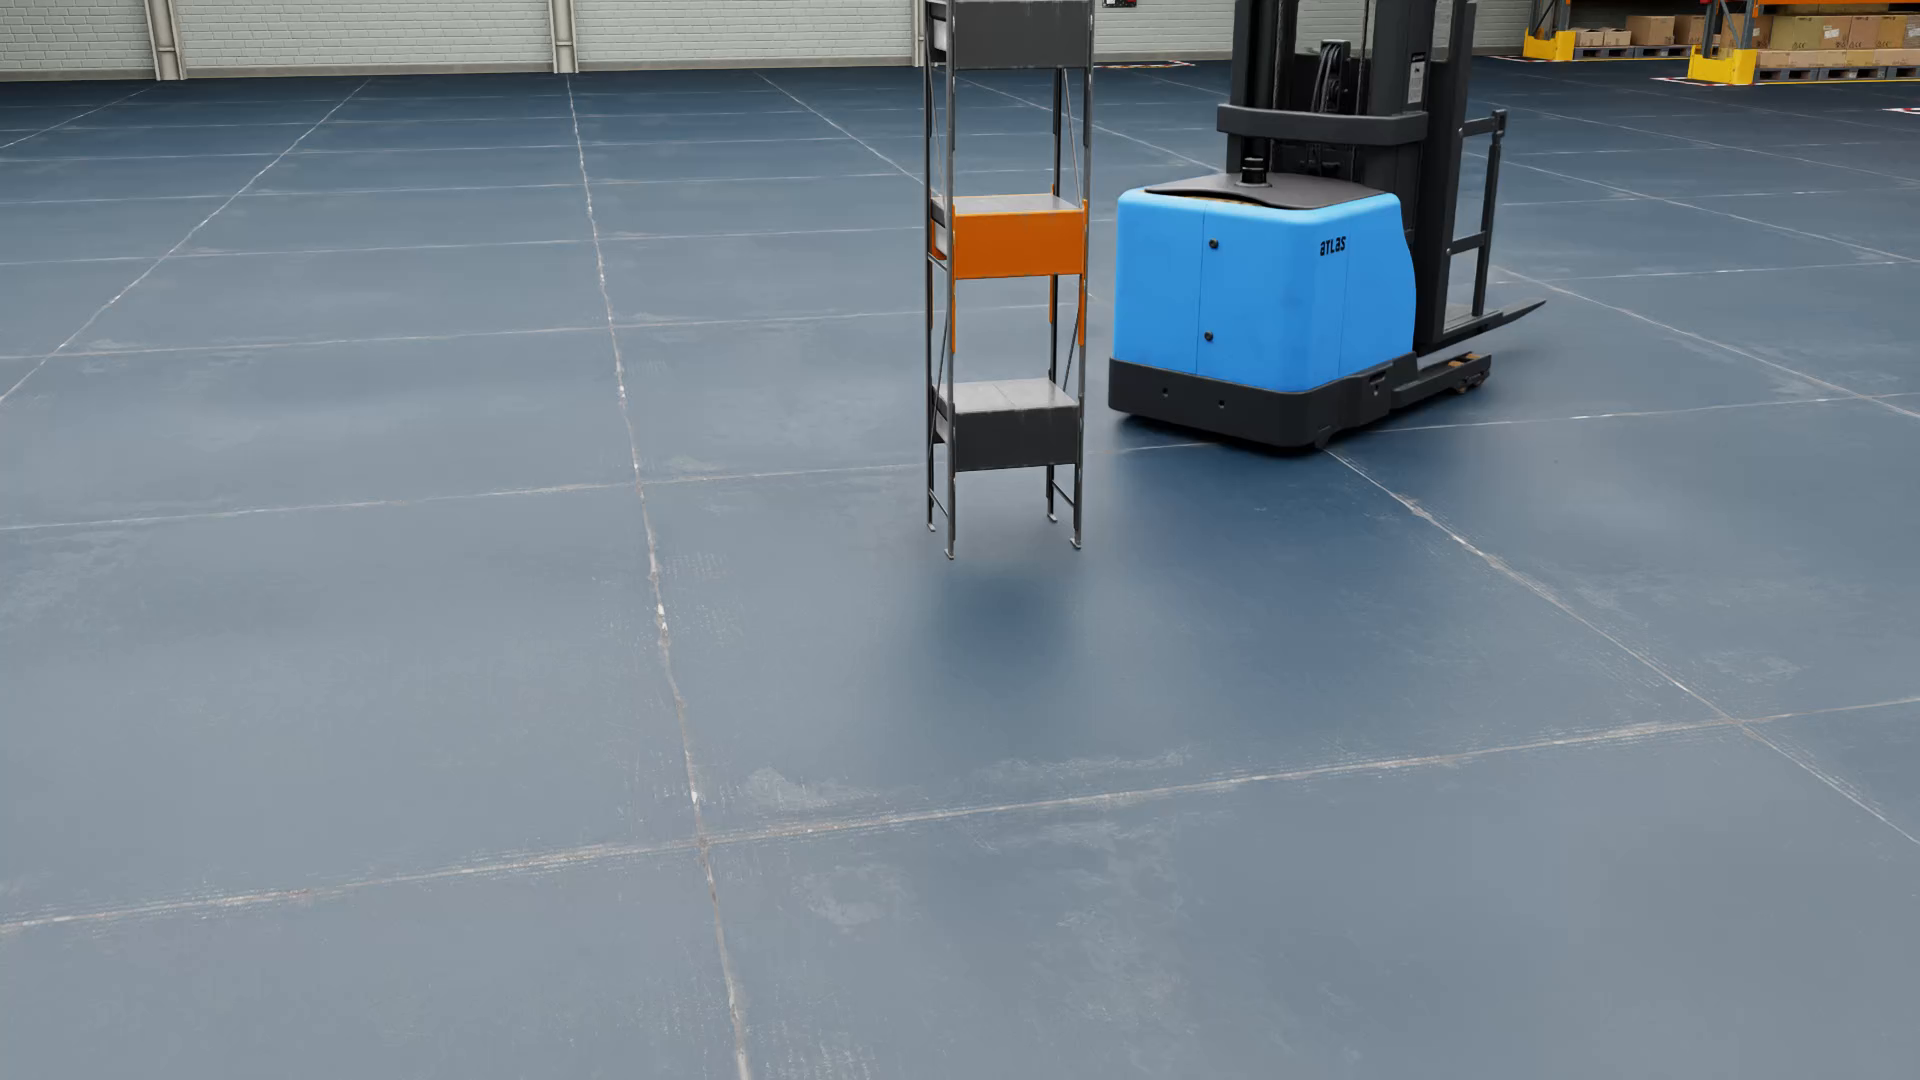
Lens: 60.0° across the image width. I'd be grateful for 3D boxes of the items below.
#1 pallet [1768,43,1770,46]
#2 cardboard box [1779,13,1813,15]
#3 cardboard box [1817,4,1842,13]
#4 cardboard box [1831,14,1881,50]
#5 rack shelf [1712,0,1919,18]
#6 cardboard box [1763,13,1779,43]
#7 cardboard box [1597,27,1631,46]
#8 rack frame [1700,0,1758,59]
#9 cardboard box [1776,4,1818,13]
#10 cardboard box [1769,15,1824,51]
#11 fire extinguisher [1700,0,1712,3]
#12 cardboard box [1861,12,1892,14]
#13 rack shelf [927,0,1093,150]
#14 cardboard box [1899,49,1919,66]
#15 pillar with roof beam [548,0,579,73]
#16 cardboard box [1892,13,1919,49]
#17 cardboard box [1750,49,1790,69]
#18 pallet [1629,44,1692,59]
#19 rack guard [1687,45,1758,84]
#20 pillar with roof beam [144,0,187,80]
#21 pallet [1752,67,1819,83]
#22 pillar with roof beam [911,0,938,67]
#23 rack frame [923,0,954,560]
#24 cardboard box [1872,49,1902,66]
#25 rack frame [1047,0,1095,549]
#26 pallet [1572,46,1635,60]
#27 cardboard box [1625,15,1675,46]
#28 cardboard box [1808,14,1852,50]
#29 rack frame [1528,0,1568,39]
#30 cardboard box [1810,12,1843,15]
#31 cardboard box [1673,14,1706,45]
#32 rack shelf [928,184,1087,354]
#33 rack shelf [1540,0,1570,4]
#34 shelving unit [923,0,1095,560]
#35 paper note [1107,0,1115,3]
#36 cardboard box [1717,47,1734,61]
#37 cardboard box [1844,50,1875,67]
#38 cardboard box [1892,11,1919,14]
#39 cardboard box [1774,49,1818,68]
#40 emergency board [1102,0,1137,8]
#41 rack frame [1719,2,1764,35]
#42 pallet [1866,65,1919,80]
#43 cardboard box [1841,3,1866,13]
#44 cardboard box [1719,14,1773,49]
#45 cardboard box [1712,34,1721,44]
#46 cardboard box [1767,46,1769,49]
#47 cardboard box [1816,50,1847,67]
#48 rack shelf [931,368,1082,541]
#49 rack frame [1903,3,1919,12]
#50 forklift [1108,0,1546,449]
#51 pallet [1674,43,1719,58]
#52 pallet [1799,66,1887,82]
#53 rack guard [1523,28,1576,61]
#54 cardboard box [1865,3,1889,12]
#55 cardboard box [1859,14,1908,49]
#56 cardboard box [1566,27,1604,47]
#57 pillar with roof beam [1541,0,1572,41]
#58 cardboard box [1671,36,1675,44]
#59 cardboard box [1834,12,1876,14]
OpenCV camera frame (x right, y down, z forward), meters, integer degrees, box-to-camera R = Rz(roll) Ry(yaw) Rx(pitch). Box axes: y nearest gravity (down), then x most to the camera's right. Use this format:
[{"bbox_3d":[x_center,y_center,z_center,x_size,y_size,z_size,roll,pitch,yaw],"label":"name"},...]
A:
[{"bbox_3d":[15.238,-9.219,31.174,1.213,0.211,1.003,-5,21,-12],"label":"pallet"},{"bbox_3d":[13.154,-7.976,26.024,0.500,0.500,0.500,-5,21,-12],"label":"cardboard box"},{"bbox_3d":[16.126,-9.993,31.138,0.500,0.250,0.500,-5,21,-14],"label":"cardboard box"},{"bbox_3d":[13.765,-7.836,25.641,0.500,0.500,0.500,-5,21,-12],"label":"cardboard box"},{"bbox_3d":[13.677,-8.312,25.691,4.000,0.370,1.077,-5,21,-12],"label":"rack shelf"},{"bbox_3d":[15.193,-9.563,31.053,0.500,0.500,0.700,-4,20,-11],"label":"cardboard box"},{"bbox_3d":[11.836,-9.163,30.238,0.500,0.311,0.500,-3,20,-8],"label":"cardboard box"},{"bbox_3d":[11.731,-8.492,25.135,0.127,3.000,1.000,-5,21,-12],"label":"rack frame"},{"bbox_3d":[15.621,-9.951,31.023,0.500,0.250,0.500,-5,21,-14],"label":"cardboard box"},{"bbox_3d":[12.790,-7.758,25.429,0.500,0.500,0.500,-5,21,-12],"label":"cardboard box"},{"bbox_3d":[11.509,-8.601,25.547,0.183,0.674,0.296,-5,21,-12],"label":"fire extinguisher"},{"bbox_3d":[14.616,-8.092,26.341,0.500,0.500,0.500,-5,21,-12],"label":"cardboard box"},{"bbox_3d":[0.161,-1.644,5.753,0.480,0.518,0.431,-5,21,-12],"label":"rack shelf"},{"bbox_3d":[14.734,-7.568,26.001,0.500,0.250,0.500,-5,21,-12],"label":"cardboard box"},{"bbox_3d":[-5.457,-10.446,21.747,0.400,9.000,9.100,-5,21,-12],"label":"pillar with roof beam"},{"bbox_3d":[14.734,-7.921,25.873,0.500,0.500,0.500,-5,21,-12],"label":"cardboard box"},{"bbox_3d":[12.304,-7.366,25.448,0.500,0.250,0.500,-5,21,-12],"label":"cardboard box"},{"bbox_3d":[12.645,-8.994,30.560,1.213,0.211,1.003,-5,21,-12],"label":"pallet"},{"bbox_3d":[11.708,-7.316,25.559,0.348,0.500,1.175,-5,21,-12],"label":"rack guard"},{"bbox_3d":[-11.296,-9.971,20.451,0.400,9.000,9.100,-5,21,-12],"label":"pillar with roof beam"},{"bbox_3d":[12.466,-7.257,25.818,1.213,0.211,1.003,-5,21,-12],"label":"pallet"},{"bbox_3d":[0.382,-10.920,23.044,0.400,9.000,9.100,-5,21,-12],"label":"pillar with roof beam"},{"bbox_3d":[-0.076,-0.980,5.936,0.015,2.100,0.400,-5,21,-12],"label":"rack frame"},{"bbox_3d":[14.251,-7.524,25.879,0.500,0.250,0.500,-5,21,-12],"label":"cardboard box"},{"bbox_3d":[0.399,-1.018,6.042,0.015,2.100,0.400,-5,21,-12],"label":"rack frame"},{"bbox_3d":[11.460,-8.899,30.300,1.213,0.211,1.003,-5,21,-12],"label":"pallet"},{"bbox_3d":[12.562,-9.293,30.318,0.500,0.500,0.700,-6,21,-16],"label":"cardboard box"},{"bbox_3d":[13.274,-7.802,25.549,0.500,0.500,0.500,-5,21,-12],"label":"cardboard box"},{"bbox_3d":[10.588,-10.149,29.661,0.127,3.000,1.000,-5,21,-12],"label":"rack frame"},{"bbox_3d":[13.641,-8.015,26.131,0.500,0.500,0.500,-5,21,-12],"label":"cardboard box"},{"bbox_3d":[13.479,-9.403,30.618,0.500,0.500,0.500,-6,21,-17],"label":"cardboard box"},{"bbox_3d":[0.161,-0.986,5.994,0.480,0.518,0.431,-5,21,-12],"label":"rack shelf"},{"bbox_3d":[12.534,-9.970,30.216,4.000,0.370,1.077,-5,21,-12],"label":"rack shelf"},{"bbox_3d":[0.161,-0.999,5.989,0.503,2.100,0.431,-5,21,-12],"label":"shelving unit"},{"bbox_3d":[2.629,-9.432,28.983,0.142,0.148,0.016,-5,21,-12],"label":"paper note"},{"bbox_3d":[12.185,-7.539,25.921,0.500,0.250,0.500,-5,21,-12],"label":"cardboard box"},{"bbox_3d":[13.764,-7.484,25.771,0.500,0.250,0.500,-5,21,-12],"label":"cardboard box"},{"bbox_3d":[15.100,-8.134,26.457,0.500,0.500,0.500,-5,21,-12],"label":"cardboard box"},{"bbox_3d":[12.790,-7.406,25.559,0.500,0.250,0.500,-5,21,-12],"label":"cardboard box"},{"bbox_3d":[2.817,-9.837,28.807,0.643,1.169,0.194,-5,21,-12],"label":"emergency board"},{"bbox_3d":[14.480,-10.466,30.525,0.127,3.000,1.000,-5,21,-12],"label":"rack frame"},{"bbox_3d":[14.840,-7.450,26.345,1.213,0.211,1.003,-5,21,-12],"label":"pallet"},{"bbox_3d":[16.616,-10.027,31.230,0.500,0.250,0.500,-5,21,-13],"label":"cardboard box"},{"bbox_3d":[12.185,-7.892,25.794,0.500,0.500,0.500,-5,21,-12],"label":"cardboard box"},{"bbox_3d":[13.967,-9.290,30.793,0.250,0.166,0.380,-7,21,-20],"label":"cardboard box"},{"bbox_3d":[12.669,-7.583,26.040,0.500,0.250,0.500,-5,21,-12],"label":"cardboard box"},{"bbox_3d":[13.277,-7.446,25.667,0.500,0.250,0.500,-5,21,-12],"label":"cardboard box"},{"bbox_3d":[0.161,-0.329,6.235,0.480,0.518,0.431,-5,21,-12],"label":"rack shelf"},{"bbox_3d":[18.373,-10.783,31.389,0.127,3.000,1.000,-5,21,-12],"label":"rack frame"},{"bbox_3d":[2.048,-2.206,8.075,1.130,2.935,3.031,17,26,38],"label":"forklift"},{"bbox_3d":[13.835,-9.092,30.827,1.213,0.211,1.003,-5,21,-12],"label":"pallet"},{"bbox_3d":[13.651,-7.352,26.078,1.213,0.211,1.003,-5,21,-12],"label":"pallet"},{"bbox_3d":[10.662,-8.982,30.107,0.348,0.500,1.175,-5,21,-12],"label":"rack guard"},{"bbox_3d":[17.115,-10.069,31.345,0.500,0.250,0.500,-4,21,-11],"label":"cardboard box"},{"bbox_3d":[14.248,-7.880,25.762,0.500,0.500,0.500,-5,21,-12],"label":"cardboard box"},{"bbox_3d":[11.282,-9.118,30.115,0.500,0.311,0.500,-7,21,-19],"label":"cardboard box"},{"bbox_3d":[12.060,-11.870,25.636,0.400,9.000,9.100,-5,21,-12],"label":"pillar with roof beam"},{"bbox_3d":[12.919,-9.214,30.612,0.250,0.149,0.380,-6,21,-17],"label":"cardboard box"},{"bbox_3d":[14.127,-8.055,26.240,0.500,0.500,0.500,-5,21,-12],"label":"cardboard box"}]
